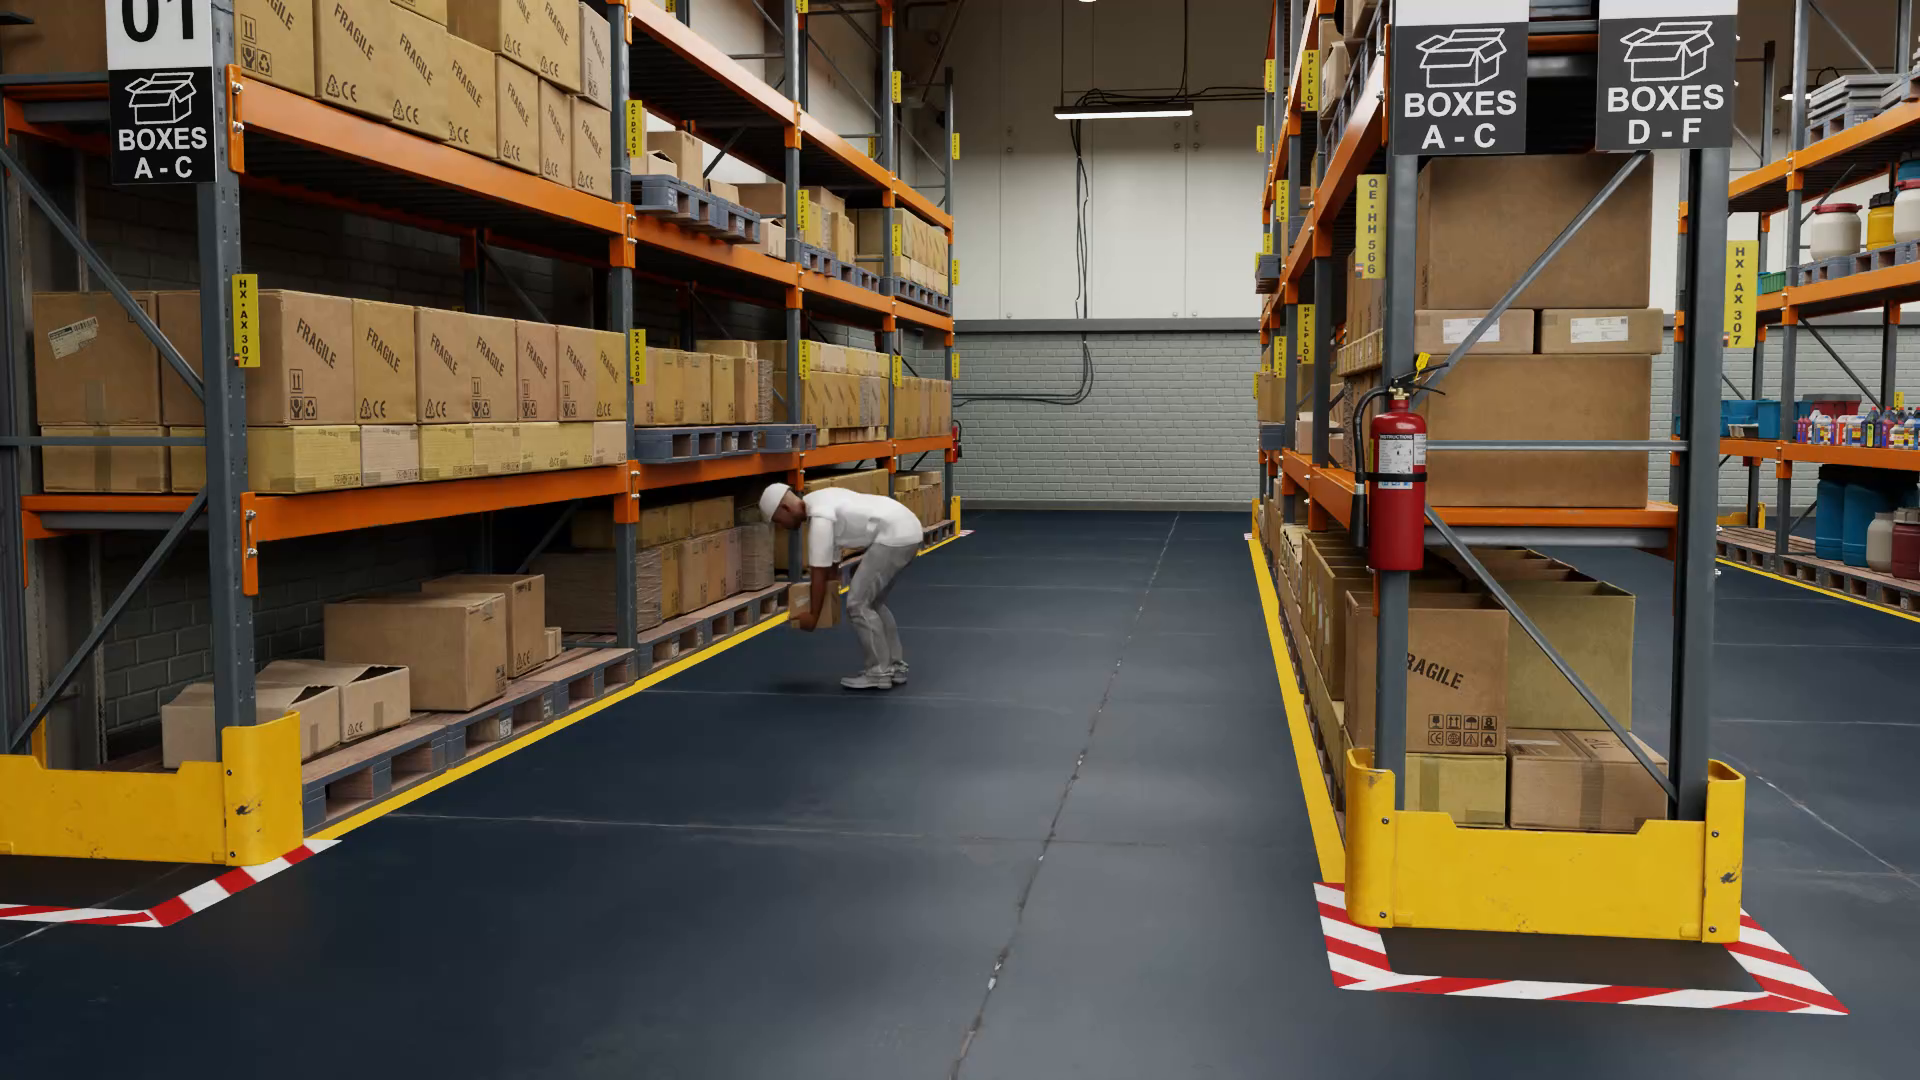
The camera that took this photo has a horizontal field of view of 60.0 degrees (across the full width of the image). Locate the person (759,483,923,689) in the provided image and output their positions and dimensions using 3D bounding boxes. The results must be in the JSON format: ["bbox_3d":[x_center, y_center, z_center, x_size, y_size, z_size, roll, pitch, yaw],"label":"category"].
[{"bbox_3d":[-0.701,0.263,9.789,0.967,1.193,0.476,1,4,7],"label":"person"}]
